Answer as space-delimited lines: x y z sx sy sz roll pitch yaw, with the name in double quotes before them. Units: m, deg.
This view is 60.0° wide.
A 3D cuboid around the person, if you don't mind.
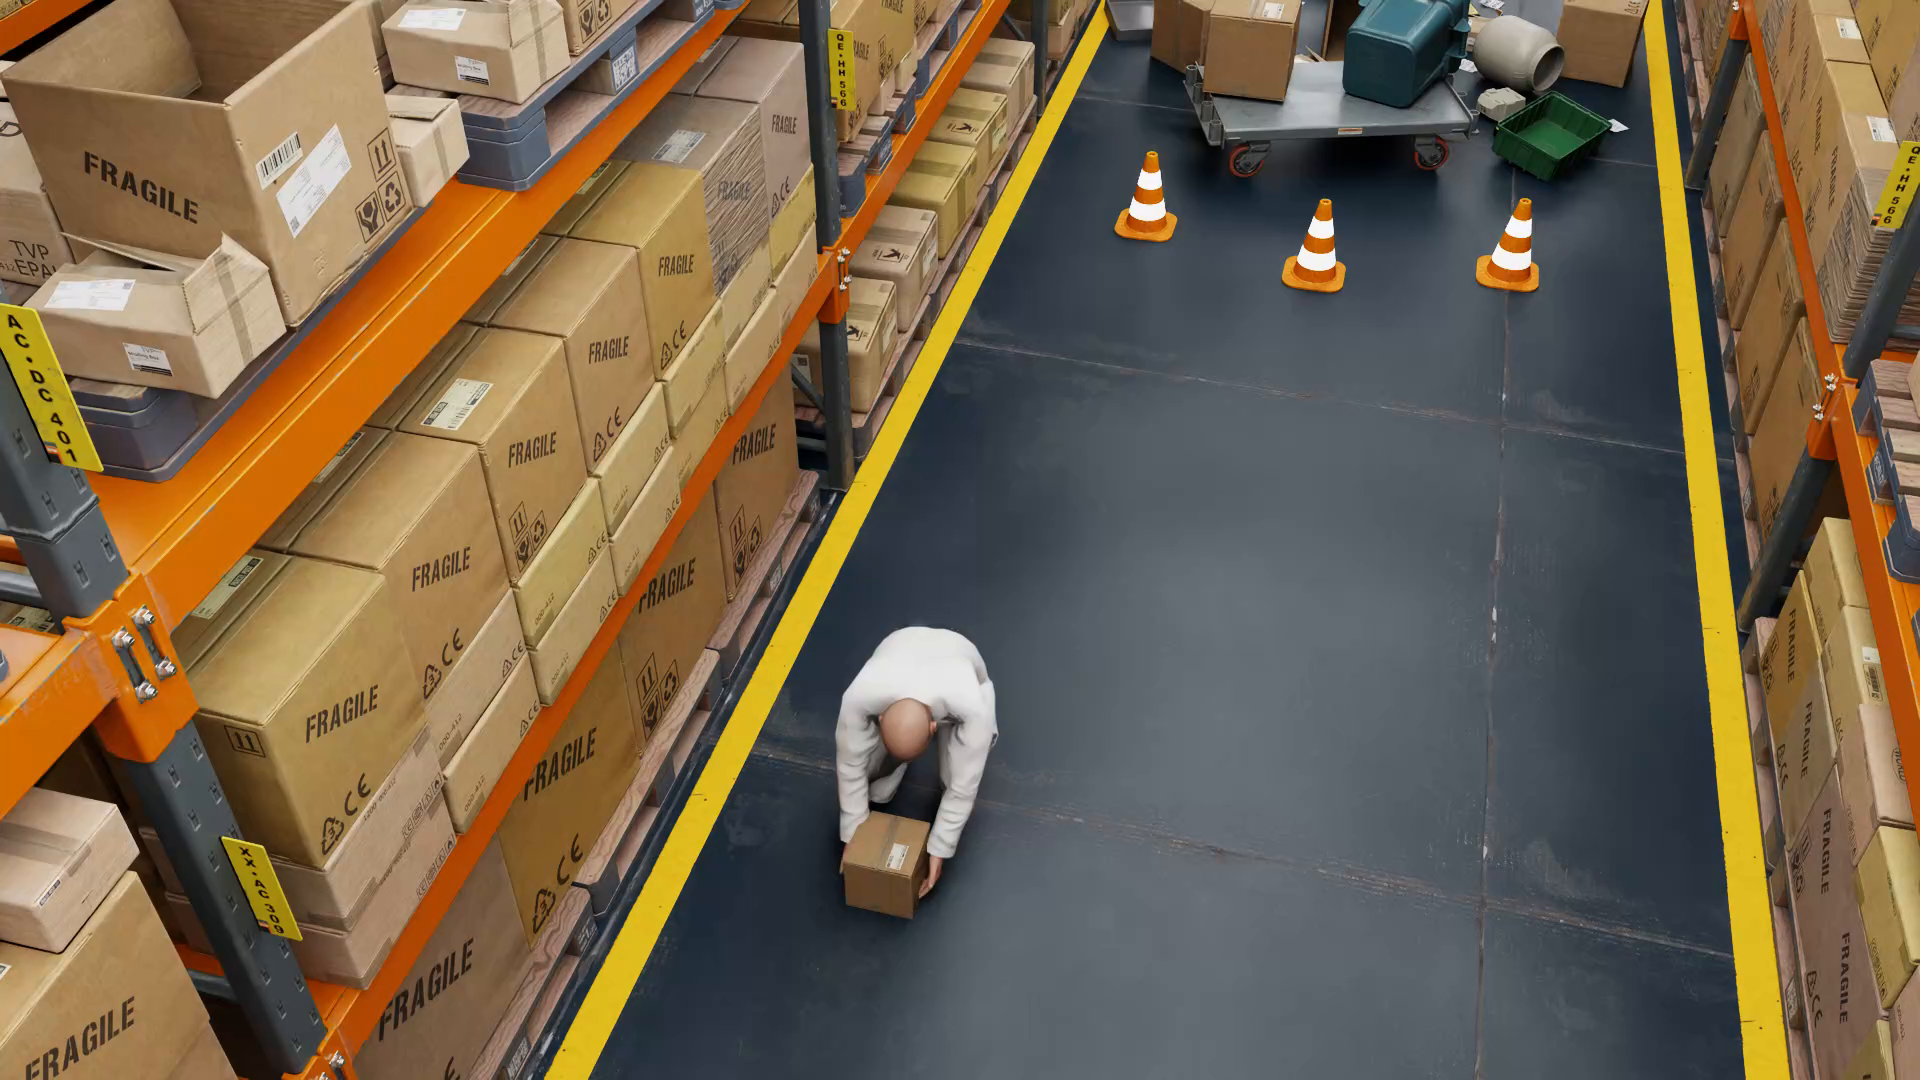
"person" -0.154 0.695 6.046 0.602 0.883 0.908 10 41 11
